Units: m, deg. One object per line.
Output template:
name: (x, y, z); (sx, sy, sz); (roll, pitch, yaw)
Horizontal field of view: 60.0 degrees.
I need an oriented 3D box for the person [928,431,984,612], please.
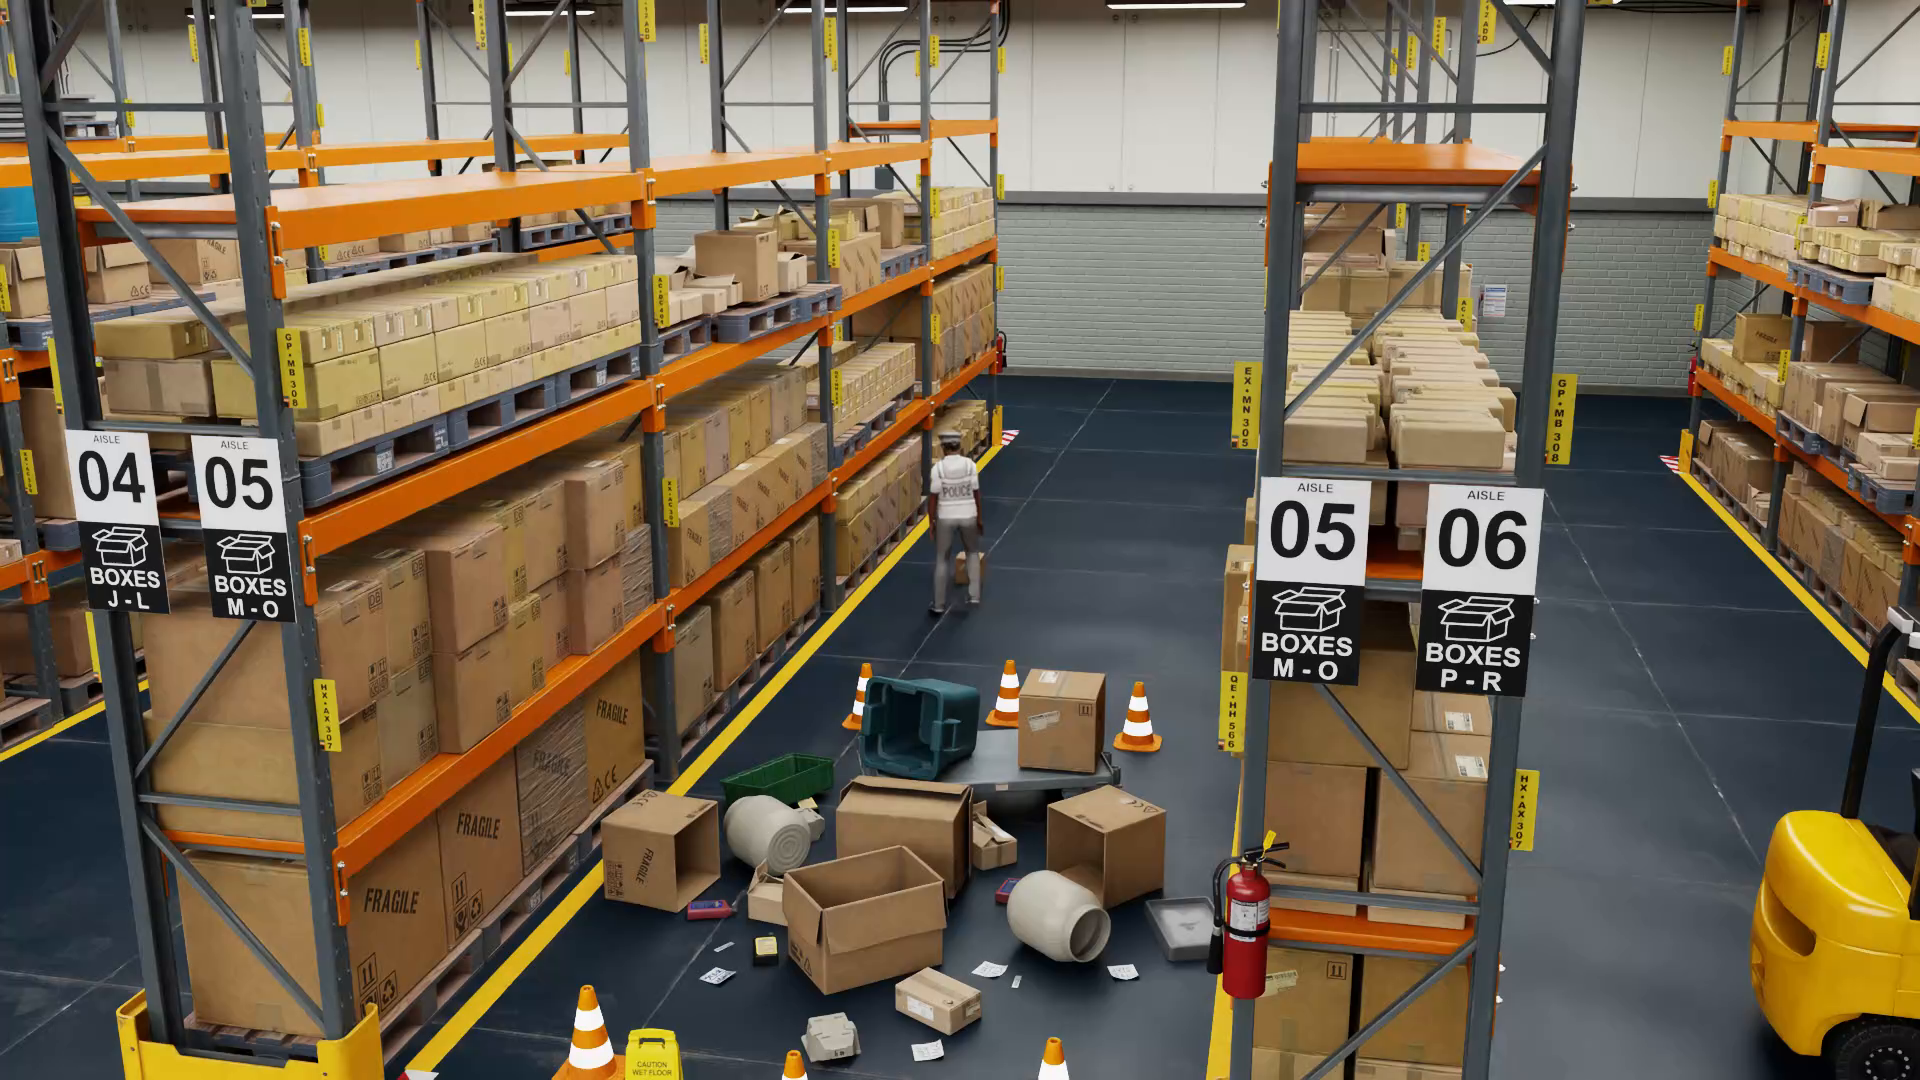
person: (-0.040, -0.161, 15.055); (0.516, 1.660, 0.372); (-3, 15, -10)
